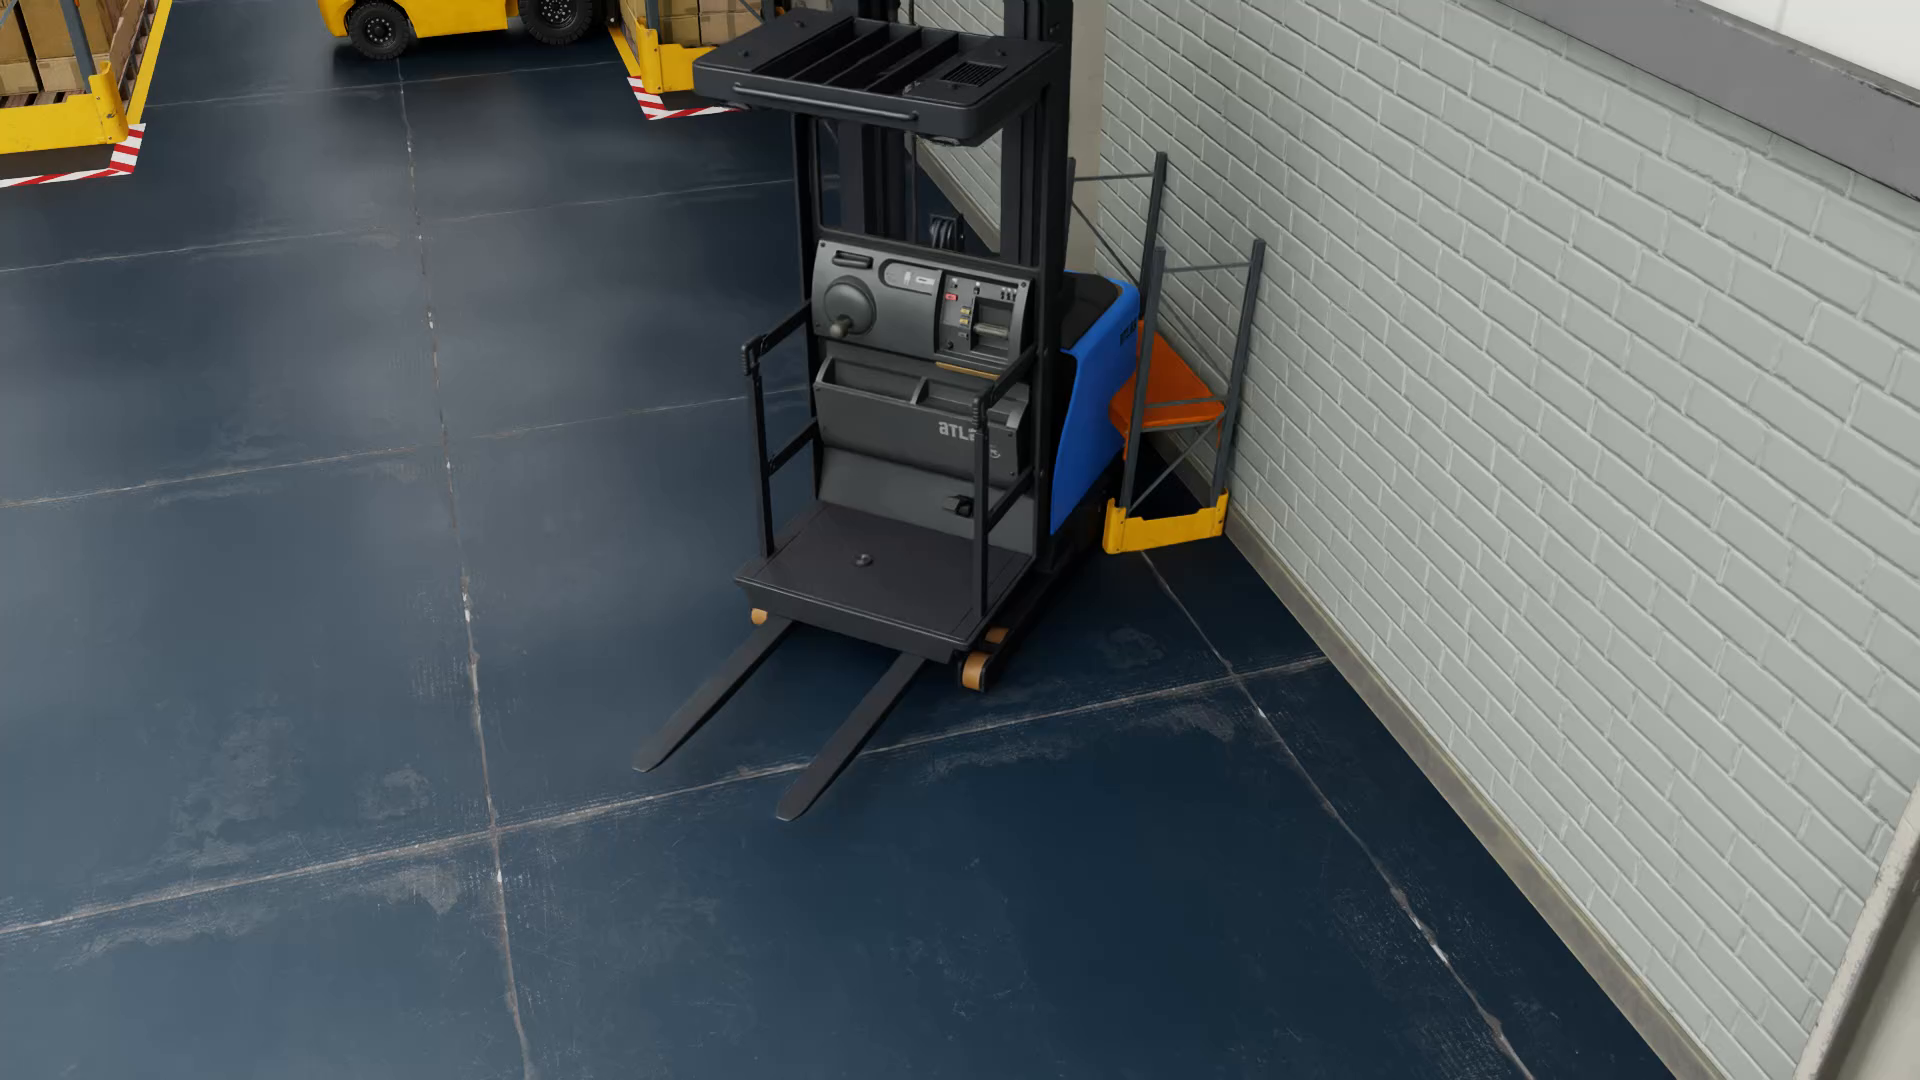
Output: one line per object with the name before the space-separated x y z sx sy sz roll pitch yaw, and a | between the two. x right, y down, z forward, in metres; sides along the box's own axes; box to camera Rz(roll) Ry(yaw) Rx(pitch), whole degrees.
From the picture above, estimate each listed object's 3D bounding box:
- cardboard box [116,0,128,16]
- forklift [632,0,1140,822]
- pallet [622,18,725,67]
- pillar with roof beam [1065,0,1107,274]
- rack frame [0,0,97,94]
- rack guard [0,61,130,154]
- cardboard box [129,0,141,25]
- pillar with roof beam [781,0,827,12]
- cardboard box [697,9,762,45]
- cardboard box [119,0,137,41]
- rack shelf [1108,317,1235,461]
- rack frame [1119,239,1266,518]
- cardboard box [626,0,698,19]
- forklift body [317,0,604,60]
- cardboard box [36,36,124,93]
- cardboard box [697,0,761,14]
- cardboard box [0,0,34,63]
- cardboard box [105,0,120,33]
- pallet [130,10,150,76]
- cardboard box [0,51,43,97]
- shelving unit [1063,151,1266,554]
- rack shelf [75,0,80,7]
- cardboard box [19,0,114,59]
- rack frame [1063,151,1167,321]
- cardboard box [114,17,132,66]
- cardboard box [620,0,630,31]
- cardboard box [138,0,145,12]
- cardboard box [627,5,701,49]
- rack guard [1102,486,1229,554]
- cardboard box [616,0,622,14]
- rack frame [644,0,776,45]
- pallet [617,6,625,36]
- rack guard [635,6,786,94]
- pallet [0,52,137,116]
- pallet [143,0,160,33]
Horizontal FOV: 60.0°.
cardboard box | -6.980 -4.472 13.230 0.500 0.500 0.500 -9 35 -14
forklift | -0.253 -0.879 6.421 1.130 2.935 3.031 15 36 21
pallet | -2.228 -4.178 13.881 1.003 0.211 1.213 -10 35 -15
pillar with roof beam | -3.578 -4.093 5.781 9.100 9.000 0.400 -10 35 -15
rack frame | -6.680 -4.110 11.249 1.000 3.000 0.127 -10 35 -15
rack guard | -6.704 -3.107 11.999 1.175 0.500 0.348 -10 35 -15
cardboard box | -7.142 -4.427 13.843 0.500 0.250 0.500 -9 35 -14
pillar with roof beam | -5.408 -7.243 10.548 9.100 9.000 0.400 -10 35 -15
cardboard box | -1.918 -4.266 13.598 0.500 0.250 0.500 -10 35 -15
cardboard box | -6.990 -4.162 13.441 0.500 0.250 0.500 -8 34 -12
rack shelf | 0.825 -0.731 7.815 0.538 0.185 1.000 -7 35 -17
rack frame | 0.994 -0.605 7.318 0.500 1.500 0.032 -7 35 -17
cardboard box | -2.401 -4.386 13.327 0.500 0.250 0.500 -10 35 -15
forklift body | -4.270 -5.281 13.792 2.313 2.155 1.214 -10 35 -15
cardboard box | -6.663 -3.608 12.603 0.500 0.250 0.500 -10 35 -15
cardboard box | -1.900 -4.465 13.446 0.500 0.250 0.500 -9 35 -14
cardboard box | -7.173 -3.828 12.255 0.500 0.500 0.500 -10 35 -14
cardboard box | -6.835 -4.207 12.829 0.500 0.500 0.500 -11 35 -17
pallet | -7.286 -4.059 13.700 1.003 0.211 1.213 -10 35 -15
cardboard box | -7.190 -3.530 12.484 0.500 0.250 0.500 -10 35 -15
shelving unit | 0.833 -0.886 7.722 0.587 1.500 1.083 -7 35 -17
rack shelf | -7.290 -4.860 13.037 1.077 0.370 4.000 -10 35 -15
cardboard box | -6.671 -3.933 12.415 0.500 0.500 0.500 -11 35 -16
rack frame | 0.679 -1.156 8.112 0.500 1.500 0.032 -7 35 -17
cardboard box | -6.812 -3.877 13.010 0.500 0.250 0.500 -9 34 -13
cardboard box | -2.541 -4.431 13.848 0.500 0.250 0.500 -10 35 -15
cardboard box | -7.292 -4.695 14.248 0.500 0.250 0.500 -11 35 -16
cardboard box | -2.399 -4.168 13.451 0.500 0.250 0.500 -10 35 -14
rack guard | 0.949 -0.096 7.679 0.587 0.250 0.087 -7 35 -17
cardboard box | -2.685 -4.695 14.248 0.500 0.250 0.500 -10 35 -14
rack frame | -1.954 -4.947 12.515 1.000 3.000 0.127 -10 35 -15
pallet | -2.596 -4.817 14.849 1.003 0.211 1.213 -10 35 -15
rack guard | -1.947 -3.891 13.185 1.175 0.500 0.348 -10 35 -15
pallet | -6.918 -3.419 12.733 1.003 0.211 1.213 -10 35 -15
pallet | -7.662 -4.700 14.672 1.003 0.211 1.213 -10 35 -15
